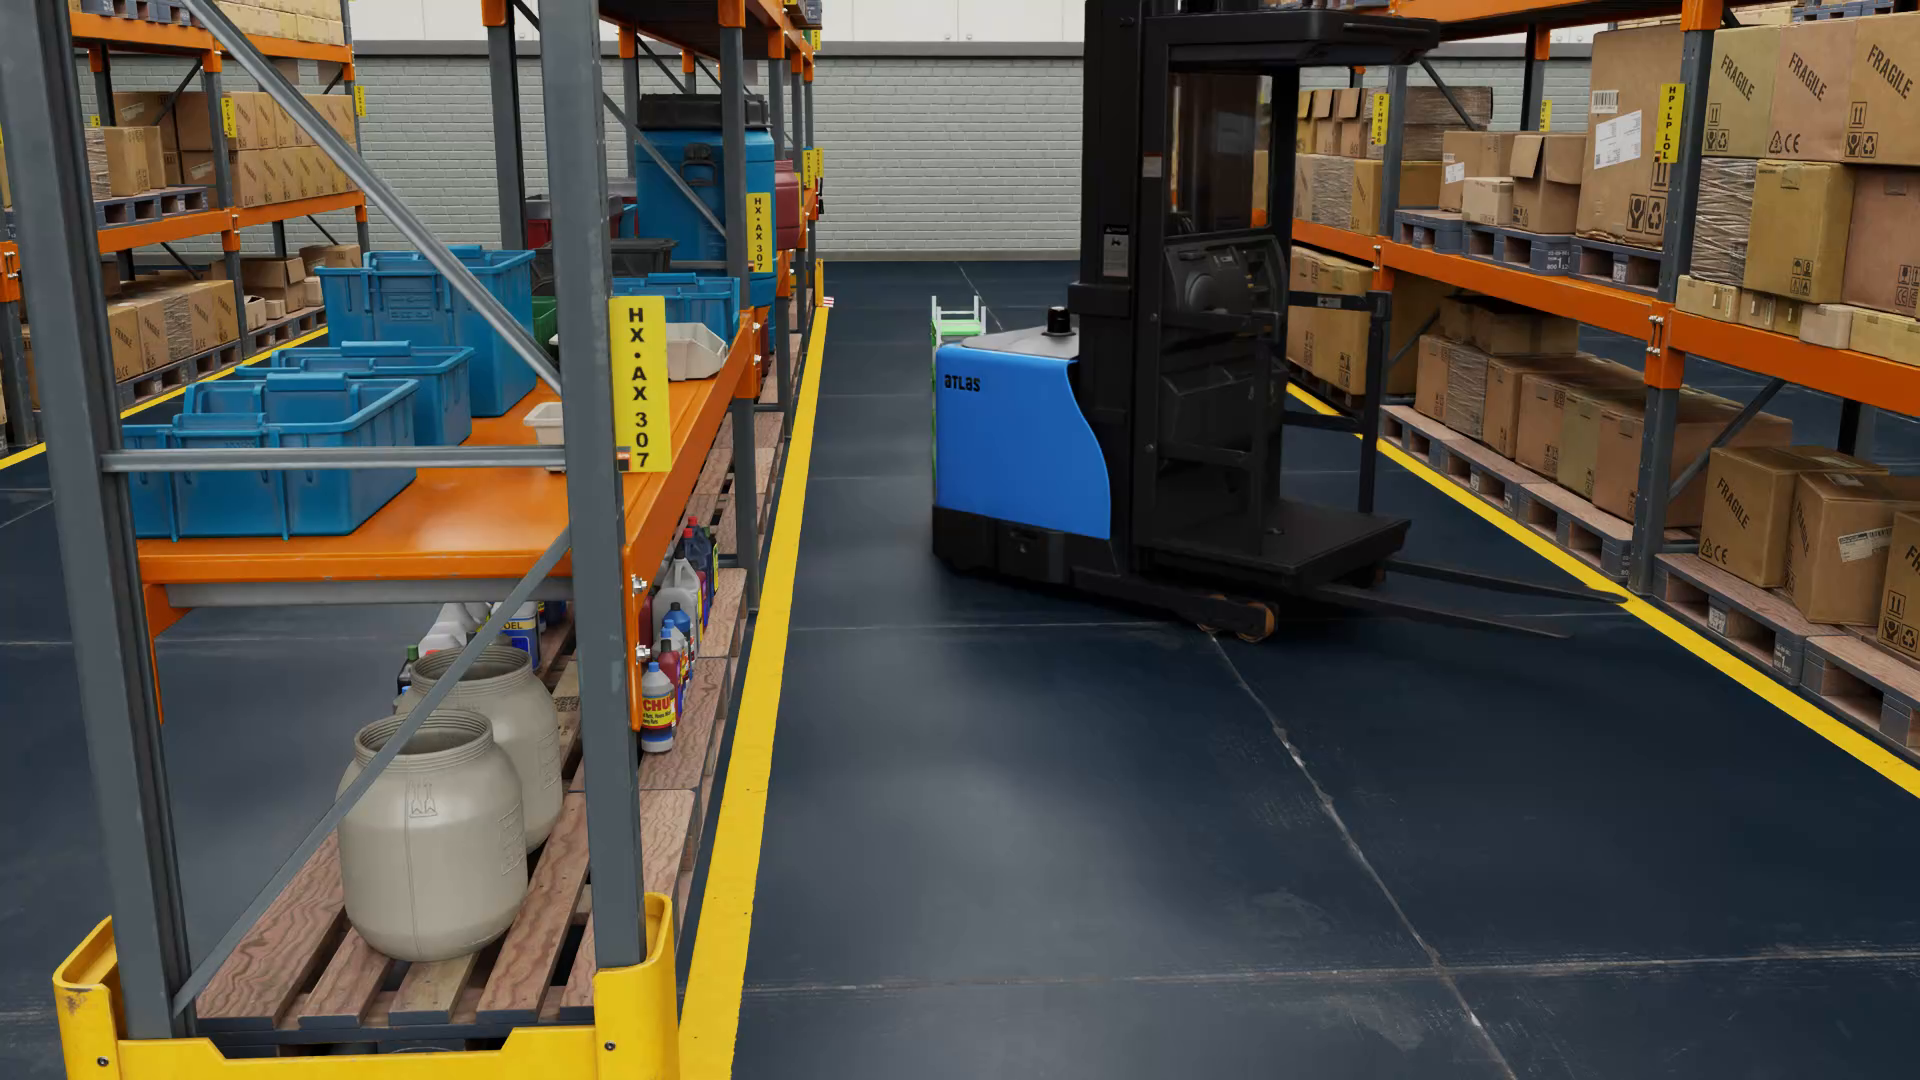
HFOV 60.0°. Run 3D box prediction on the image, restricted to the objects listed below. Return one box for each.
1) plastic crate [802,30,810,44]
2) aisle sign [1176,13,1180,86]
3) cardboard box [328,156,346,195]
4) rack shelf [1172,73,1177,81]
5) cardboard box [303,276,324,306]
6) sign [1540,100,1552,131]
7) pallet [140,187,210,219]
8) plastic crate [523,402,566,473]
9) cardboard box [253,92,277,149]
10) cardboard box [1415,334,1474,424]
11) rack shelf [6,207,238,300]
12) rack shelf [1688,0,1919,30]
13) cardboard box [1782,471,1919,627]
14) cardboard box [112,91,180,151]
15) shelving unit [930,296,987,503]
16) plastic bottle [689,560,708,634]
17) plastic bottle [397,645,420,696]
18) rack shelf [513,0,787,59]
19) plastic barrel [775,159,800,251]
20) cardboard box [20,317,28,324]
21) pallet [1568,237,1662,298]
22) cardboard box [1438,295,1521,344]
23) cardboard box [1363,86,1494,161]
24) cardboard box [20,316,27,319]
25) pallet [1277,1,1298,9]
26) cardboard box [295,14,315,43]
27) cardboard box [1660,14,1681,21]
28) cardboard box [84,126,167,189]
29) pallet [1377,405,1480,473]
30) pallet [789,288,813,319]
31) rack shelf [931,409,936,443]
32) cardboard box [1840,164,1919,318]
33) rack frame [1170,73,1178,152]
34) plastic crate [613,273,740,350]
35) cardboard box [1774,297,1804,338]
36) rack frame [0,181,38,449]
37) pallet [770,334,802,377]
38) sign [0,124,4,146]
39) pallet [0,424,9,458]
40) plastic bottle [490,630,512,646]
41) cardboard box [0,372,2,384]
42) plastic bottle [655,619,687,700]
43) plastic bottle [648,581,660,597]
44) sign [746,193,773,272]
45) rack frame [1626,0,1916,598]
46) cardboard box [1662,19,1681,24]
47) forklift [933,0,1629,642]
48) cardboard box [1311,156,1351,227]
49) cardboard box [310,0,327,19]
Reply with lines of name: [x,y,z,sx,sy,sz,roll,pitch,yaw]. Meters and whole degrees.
plastic crate: [-1.782,-5.232,17.246,0.450,0.188,0.336,-1,14,-3]
aisle sign: [2.512,-5.471,18.554,0.394,0.787,0.004,-1,14,-3]
cardboard box: [-6.737,-3.859,17.306,0.500,0.500,0.500,-1,14,-3]
rack shelf: [2.940,-4.806,16.609,1.077,0.370,4.000,-1,14,-3]
cardboard box: [-6.763,-2.560,17.093,0.500,0.250,0.500,-1,14,-3]
sign: [3.852,-2.743,11.001,0.100,0.325,0.005,-1,14,-3]
pallet: [-6.883,-2.759,13.614,1.003,0.211,1.213,-1,14,-3]
plastic crate: [-0.871,-0.243,3.981,0.298,0.136,0.250,-1,14,-3]
cardboard box: [-6.605,-3.835,15.203,0.500,0.500,0.500,-1,14,-5]
cardboard box: [3.373,-1.046,10.704,0.700,0.500,0.500,-2,15,-6]
rack shelf: [-6.700,-2.206,12.526,1.077,0.370,4.000,-1,14,-3]
rack shelf: [3.683,-1.822,5.010,1.077,0.370,4.000,-1,14,-3]
cardboard box: [3.587,0.035,6.544,0.500,0.500,0.500,4,15,14]
cardboard box: [-7.114,-3.707,14.706,0.500,0.500,0.500,-1,14,-3]
shelving unit: [-0.010,-0.622,8.537,0.258,1.200,0.503,-1,14,-3]
plastic bottle: [-0.993,0.208,6.268,0.061,0.283,0.133,0,14,0]
plastic bottle: [-1.713,0.480,5.208,0.061,0.283,0.133,-1,14,-2]
rack shelf: [-1.508,-2.740,8.579,1.077,0.370,4.000,-1,14,-3]
plastic barrel: [-1.301,-2.088,10.349,0.600,0.536,0.708,-1,14,-3]
cardboard box: [-6.357,-1.308,11.723,0.500,0.500,0.500,-1,14,-5]
pallet: [3.657,-1.314,7.999,1.003,0.211,1.213,-1,14,-3]
cardboard box: [3.383,-1.409,10.611,0.500,0.250,0.500,0,14,-1]
cardboard box: [3.282,-2.926,11.664,0.797,0.503,0.637,0,14,-2]
cardboard box: [-6.868,-1.289,11.650,0.500,0.500,0.500,0,14,-1]
pallet: [3.170,-4.337,13.727,0.805,0.209,1.217,-1,15,-6]
cardboard box: [-6.713,-5.055,16.434,0.500,0.250,0.500,-1,14,-3]
cardboard box: [7.593,-5.504,17.176,0.500,0.250,0.500,-1,14,-3]
cardboard box: [-7.018,-3.183,13.833,0.700,0.500,0.500,-6,16,-22]
pallet: [3.358,-0.665,10.686,1.003,0.211,1.213,-1,14,-3]
pallet: [-2.115,-2.566,18.077,1.003,0.211,1.213,-1,14,-3]
rack shelf: [-0.010,-0.560,8.553,0.258,0.148,0.480,-1,14,-3]
cardboard box: [3.653,-1.047,5.777,0.875,0.500,0.500,-1,14,-3]
rack frame: [2.816,-4.199,18.827,1.000,3.000,0.127,-1,14,-3]
plastic crate: [-1.045,-0.795,5.895,0.499,0.251,0.616,-1,14,-3]
cardboard box: [3.343,-0.849,6.309,0.380,0.149,0.250,-1,14,-3]
rack frame: [-6.576,-2.057,10.503,1.000,3.000,0.127,-1,14,-3]
pallet: [-1.874,-1.585,14.262,1.003,0.211,1.213,-1,14,-3]
sign: [-6.022,-2.628,10.395,0.100,0.325,0.005,-1,14,-3]
pallet: [-6.564,-0.502,10.052,1.003,0.211,1.213,-1,14,-3]
plastic bottle: [-1.581,0.397,5.695,0.097,0.201,0.097,0,14,0]
cardboard box: [-6.298,-1.074,10.232,0.500,0.311,0.500,-1,14,-2]
plastic bottle: [-0.965,0.399,5.548,0.097,0.271,0.097,0,14,0]
plastic bottle: [-1.125,0.256,6.080,0.061,0.283,0.133,-1,14,-3]
sign: [-0.834,-1.278,6.918,0.100,0.325,0.005,-1,14,-3]
rack frame: [3.559,-1.215,7.227,1.000,3.000,0.127,-1,14,-3]
cardboard box: [7.618,-5.256,17.216,0.500,0.250,0.500,-1,14,-5]
forklift: [1.323,-1.144,7.089,3.031,2.935,1.130,12,19,38]
cardboard box: [2.973,-2.630,12.528,0.500,0.500,0.500,-1,14,-5]
cardboard box: [-6.754,-5.421,16.854,0.500,0.250,0.500,-1,14,-3]
